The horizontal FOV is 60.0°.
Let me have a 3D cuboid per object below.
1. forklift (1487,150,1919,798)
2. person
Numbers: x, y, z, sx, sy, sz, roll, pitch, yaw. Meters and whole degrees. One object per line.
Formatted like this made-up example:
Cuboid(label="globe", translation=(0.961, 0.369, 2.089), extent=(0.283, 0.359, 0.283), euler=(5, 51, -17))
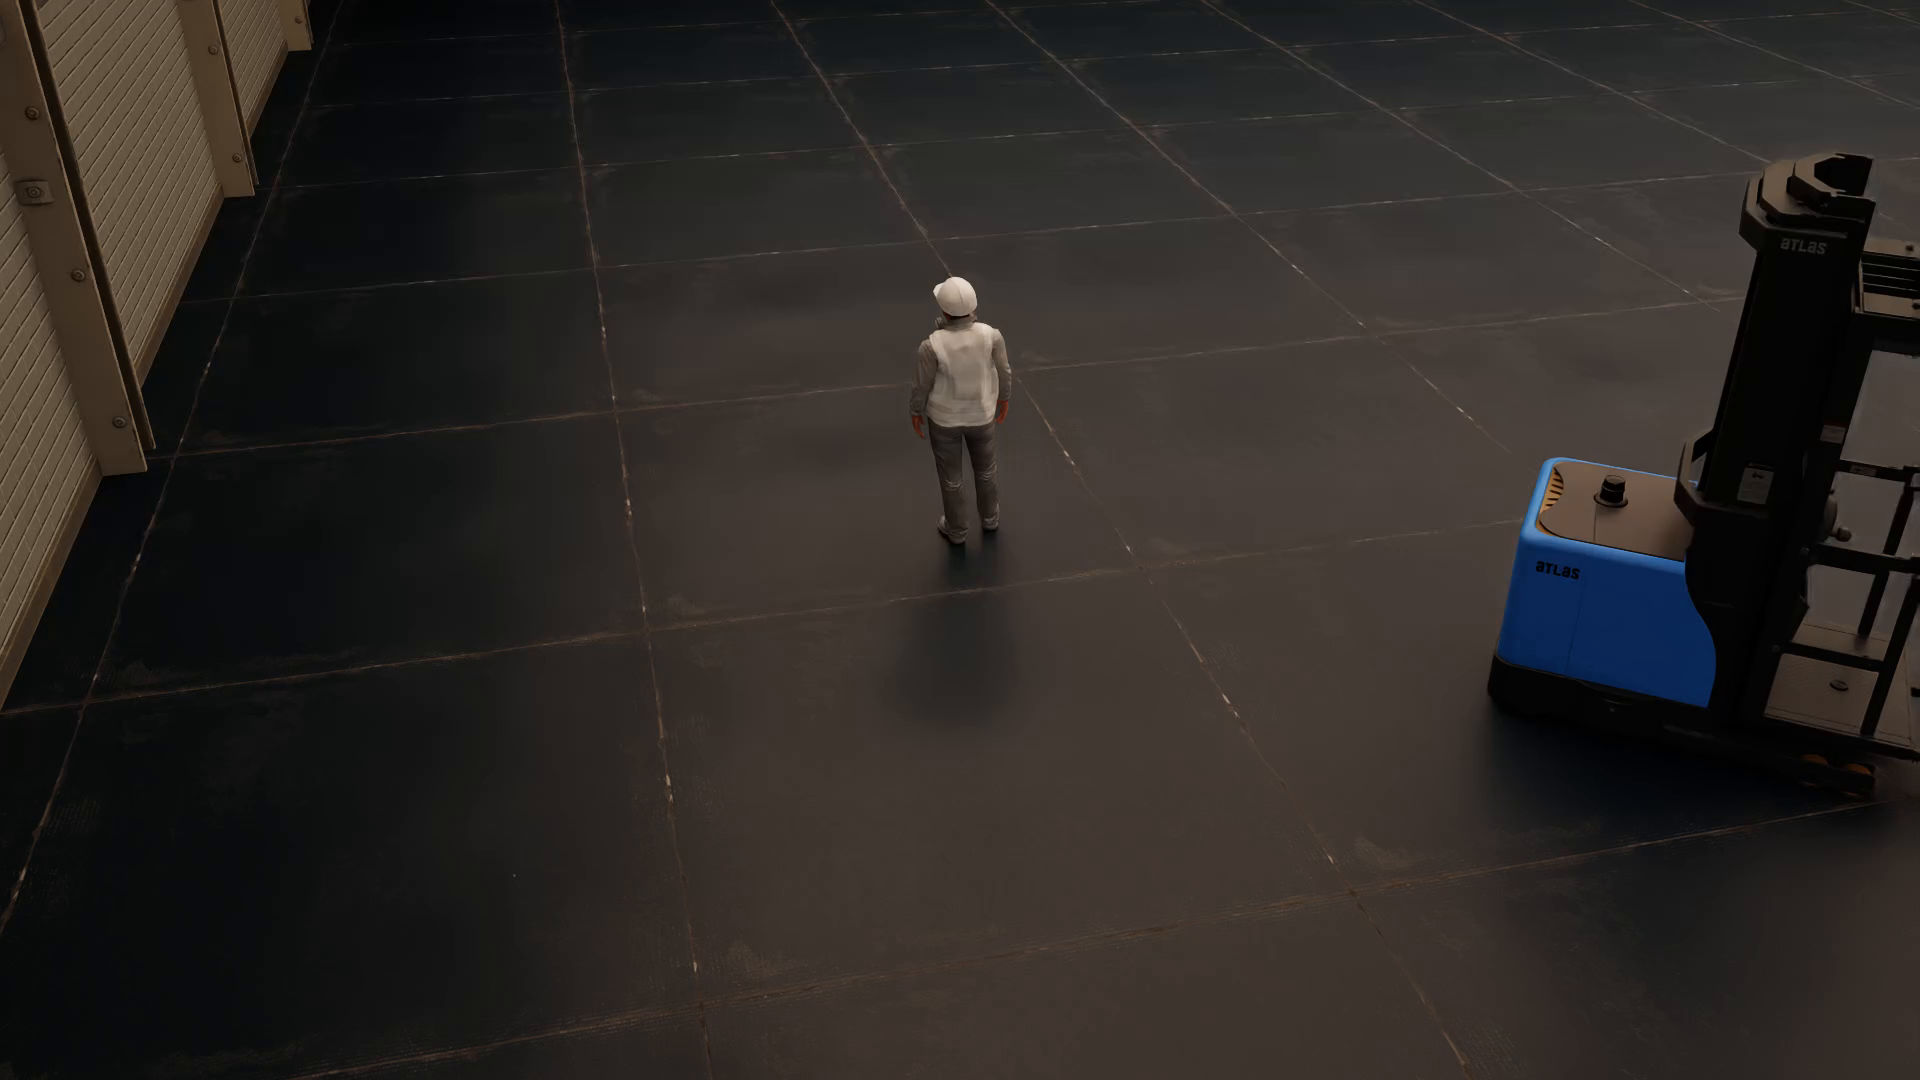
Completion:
Cuboid(label="forklift", translation=(4.402, -0.288, 8.073), extent=(3.031, 2.935, 1.130), euler=(13, 32, 21))
Cuboid(label="person", translation=(-0.008, -0.806, 10.106), extent=(0.634, 1.775, 0.566), euler=(-7, 31, -12))
